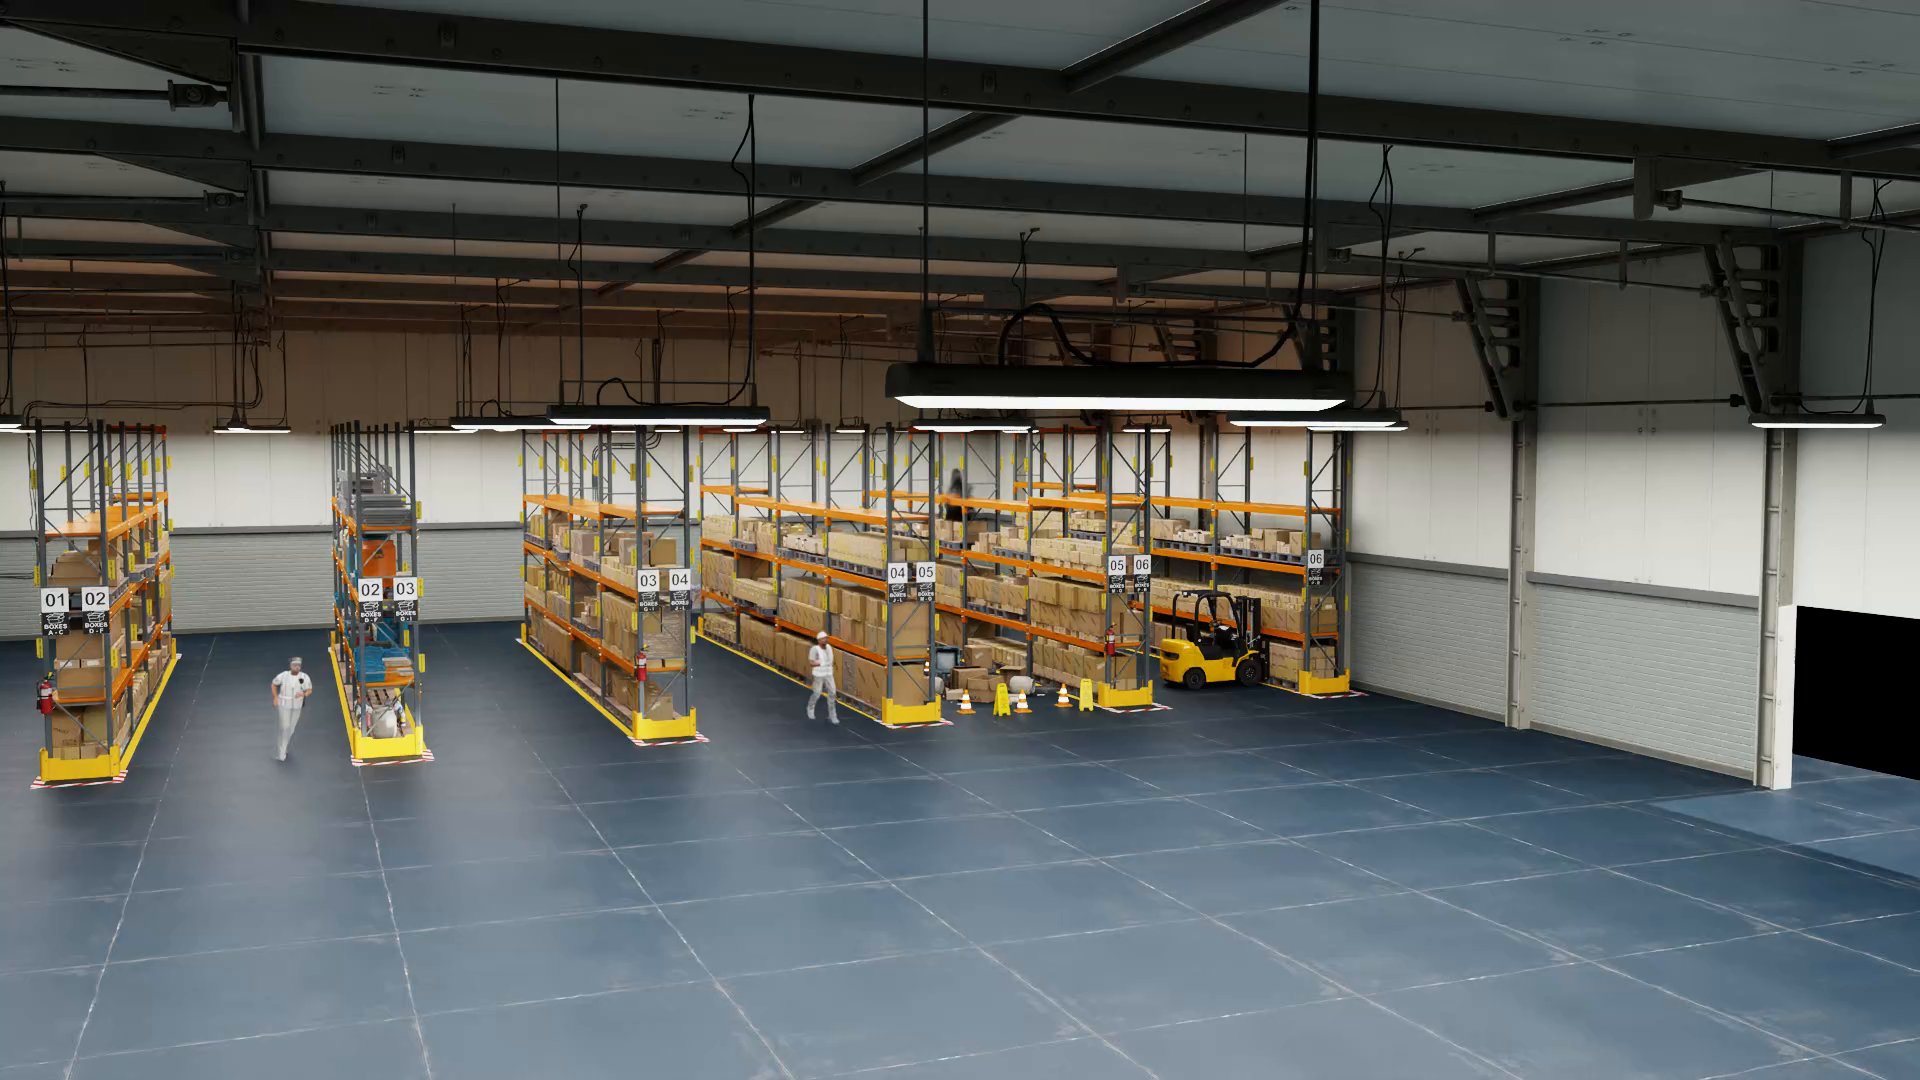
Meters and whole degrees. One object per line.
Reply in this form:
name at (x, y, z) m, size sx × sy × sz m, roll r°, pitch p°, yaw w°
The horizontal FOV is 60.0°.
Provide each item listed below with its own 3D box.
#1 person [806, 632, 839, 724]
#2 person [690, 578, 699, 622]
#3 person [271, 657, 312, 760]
person at (-2.765, 2.737, 33.241) m, size 0.696 × 1.827 × 0.871 m, roll -3°, pitch 5°, yaw -41°
person at (-8.001, 1.869, 48.768) m, size 0.700 × 1.633 × 0.858 m, roll 2°, pitch 4°, yaw 35°
person at (-11.958, 3.004, 29.791) m, size 0.643 × 1.824 × 0.707 m, roll -3°, pitch 4°, yaw -36°
